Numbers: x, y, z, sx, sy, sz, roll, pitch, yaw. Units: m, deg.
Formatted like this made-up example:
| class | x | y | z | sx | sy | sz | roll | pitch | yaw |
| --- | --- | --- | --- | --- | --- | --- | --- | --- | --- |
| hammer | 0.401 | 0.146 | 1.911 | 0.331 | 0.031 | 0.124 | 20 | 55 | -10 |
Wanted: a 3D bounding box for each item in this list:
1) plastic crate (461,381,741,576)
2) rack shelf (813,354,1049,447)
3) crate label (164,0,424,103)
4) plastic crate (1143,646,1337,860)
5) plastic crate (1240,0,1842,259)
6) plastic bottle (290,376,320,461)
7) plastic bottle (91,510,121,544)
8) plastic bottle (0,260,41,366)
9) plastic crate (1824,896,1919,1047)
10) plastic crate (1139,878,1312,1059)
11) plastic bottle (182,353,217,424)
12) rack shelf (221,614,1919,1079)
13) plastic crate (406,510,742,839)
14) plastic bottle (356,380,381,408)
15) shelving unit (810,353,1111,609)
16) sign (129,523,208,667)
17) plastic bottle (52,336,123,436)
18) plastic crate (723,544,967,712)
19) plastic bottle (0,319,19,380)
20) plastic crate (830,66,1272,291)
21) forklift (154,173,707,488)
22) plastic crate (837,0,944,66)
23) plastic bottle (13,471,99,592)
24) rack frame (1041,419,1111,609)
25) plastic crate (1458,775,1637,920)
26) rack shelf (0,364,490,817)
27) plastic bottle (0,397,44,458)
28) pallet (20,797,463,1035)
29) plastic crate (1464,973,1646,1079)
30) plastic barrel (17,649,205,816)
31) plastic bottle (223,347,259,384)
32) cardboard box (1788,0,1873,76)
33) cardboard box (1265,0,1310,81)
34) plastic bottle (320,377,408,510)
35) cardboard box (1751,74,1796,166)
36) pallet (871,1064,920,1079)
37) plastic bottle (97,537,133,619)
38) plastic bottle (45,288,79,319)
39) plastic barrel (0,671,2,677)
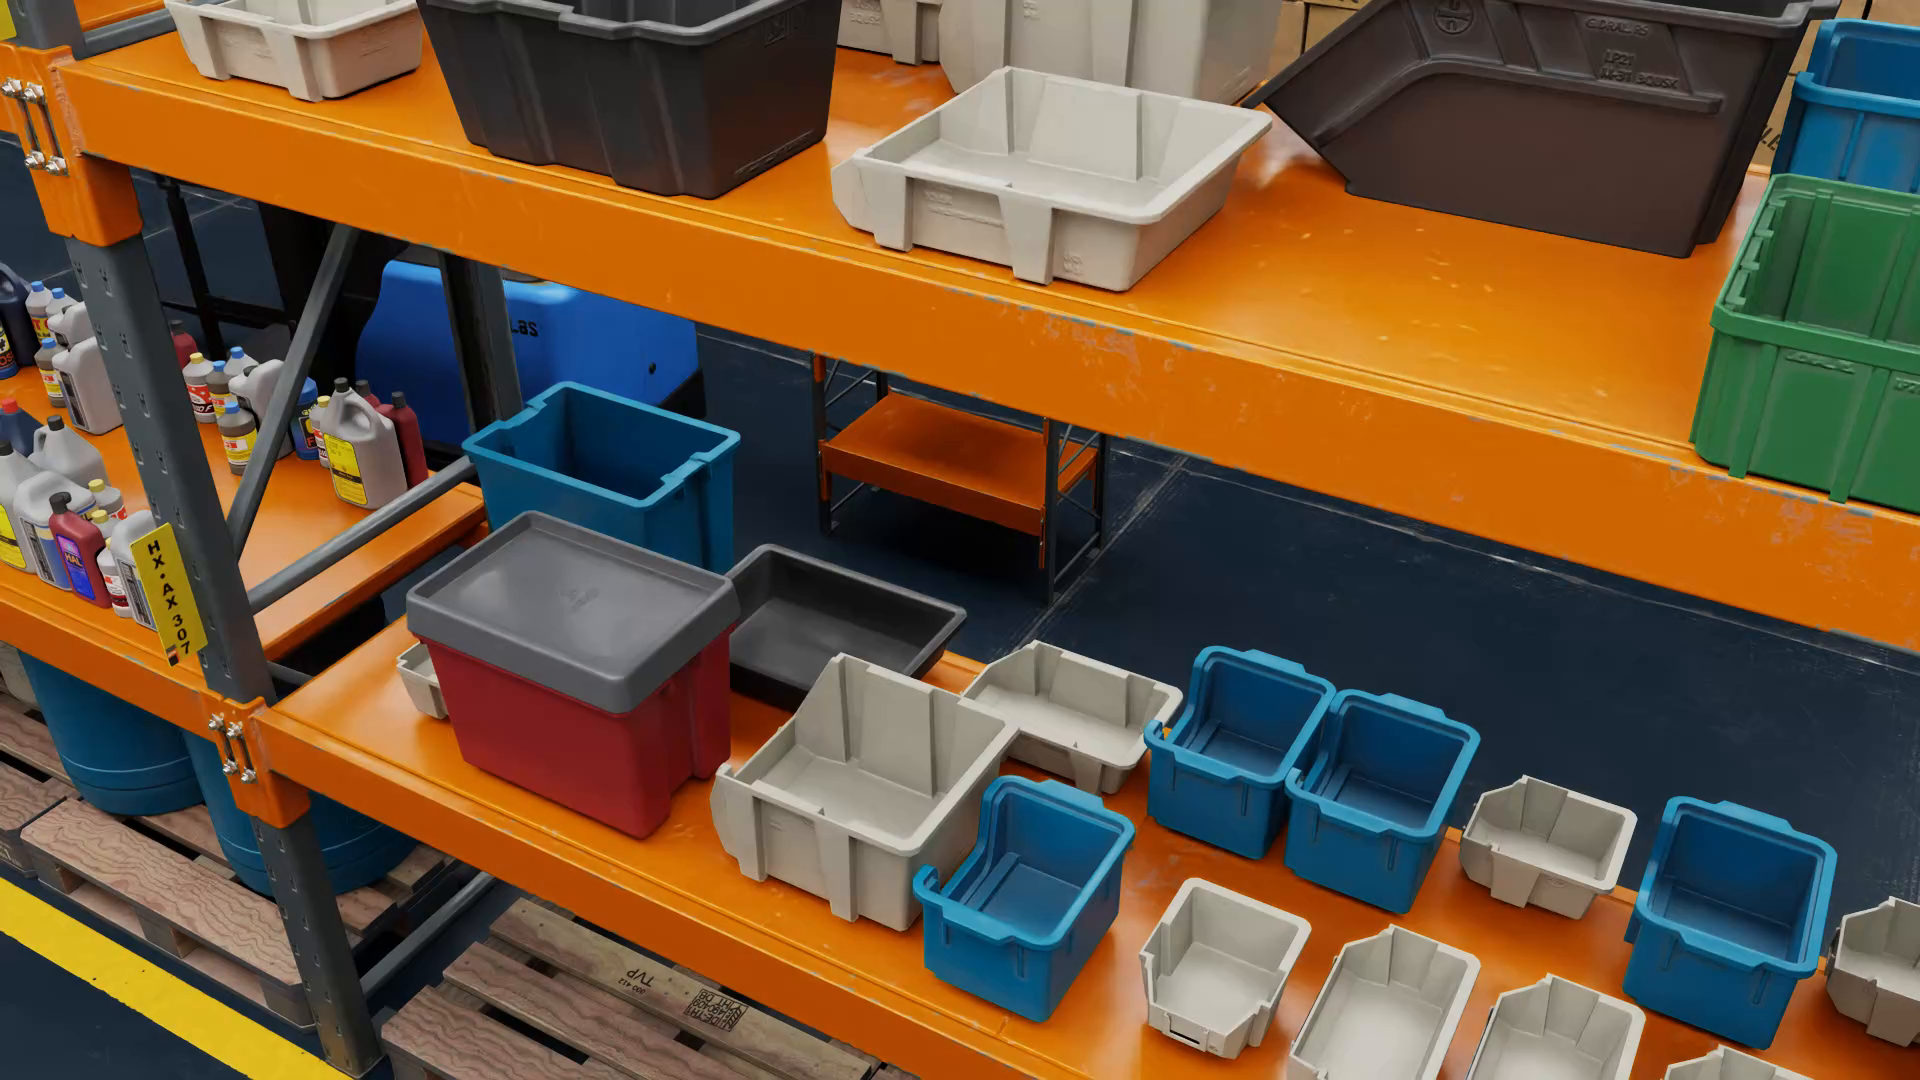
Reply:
| class | x | y | z | sx | sy | sz | roll | pitch | yaw |
| --- | --- | --- | --- | --- | --- | --- | --- | --- | --- |
| plastic crate | -0.867 | -0.081 | 4.126 | 0.575 | 0.384 | 0.392 | 18 | 37 | 24 |
| rack shelf | 0.006 | -0.710 | 6.273 | 1.000 | 0.278 | 0.538 | 18 | 37 | 24 |
| crate label | -1.160 | -0.893 | 2.916 | 0.466 | 0.136 | 0.293 | 18 | 37 | 24 |
| plastic crate | 0.577 | 0.446 | 3.470 | 0.300 | 0.233 | 0.416 | 18 | 37 | 24 |
| plastic crate | 0.841 | -0.702 | 2.448 | 0.767 | 0.338 | 0.504 | 18 | 37 | 24 |
| plastic bottle | -1.858 | -0.366 | 4.710 | 0.097 | 0.271 | 0.097 | 0 | 34 | 0 |
| plastic bottle | -2.144 | 0.018 | 4.196 | 0.097 | 0.201 | 0.097 | 0 | 34 | 0 |
| plastic bottle | -2.965 | -0.735 | 5.192 | 0.185 | 0.351 | 0.144 | 18 | 37 | 24 |
| plastic crate | 1.743 | 0.803 | 3.021 | 0.298 | 0.136 | 0.250 | 18 | 37 | 24 |
| plastic crate | 0.469 | 0.796 | 3.032 | 0.250 | 0.136 | 0.298 | 18 | 37 | 24 |
| plastic bottle | -2.228 | -0.455 | 4.906 | 0.097 | 0.201 | 0.097 | 0 | 34 | 0 |
| rack shelf | 0.295 | 0.822 | 3.458 | 4.000 | 0.370 | 1.077 | 18 | 37 | 24 |
| plastic crate | -0.791 | 0.287 | 3.500 | 0.583 | 0.464 | 0.402 | 18 | 37 | 24 |
| plastic bottle | -1.664 | -0.322 | 4.632 | 0.133 | 0.283 | 0.061 | 18 | 37 | 24 |
| shelving unit | 0.006 | -0.466 | 6.435 | 1.048 | 1.125 | 0.538 | 18 | 37 | 24 |
| sign | -1.716 | 0.122 | 3.611 | 0.005 | 0.325 | 0.100 | 18 | 37 | 24 |
| plastic bottle | -2.534 | -0.468 | 4.858 | 0.135 | 0.276 | 0.152 | 18 | 37 | 24 |
| plastic crate | -0.336 | 0.241 | 3.876 | 0.590 | 0.125 | 0.437 | 18 | 37 | 24 |
| plastic bottle | -2.987 | -0.632 | 5.109 | 0.097 | 0.271 | 0.097 | 0 | 34 | 0 |
| plastic crate | 0.114 | -0.515 | 2.349 | 0.530 | 0.136 | 0.437 | 18 | 37 | 24 |
| forklift | -2.709 | -1.790 | 6.793 | 3.031 | 2.935 | 1.130 | 12 | 36 | 17 |
| plastic crate | -0.148 | -0.999 | 3.076 | 0.466 | 0.136 | 0.293 | 18 | 37 | 24 |
| plastic bottle | -2.261 | -0.029 | 4.199 | 0.135 | 0.276 | 0.152 | 18 | 37 | 24 |
| rack frame | 0.447 | -0.327 | 6.226 | 0.032 | 1.125 | 0.500 | 18 | 37 | 24 |
| plastic crate | 1.154 | 0.617 | 3.302 | 0.298 | 0.136 | 0.250 | 18 | 37 | 24 |
| rack shelf | -3.178 | -0.278 | 5.110 | 4.000 | 0.370 | 1.077 | 18 | 37 | 24 |
| plastic bottle | -2.491 | -0.222 | 4.422 | 0.185 | 0.351 | 0.144 | 18 | 37 | 24 |
| pallet | -2.091 | 0.901 | 5.206 | 1.213 | 0.211 | 1.003 | 18 | 37 | 24 |
| plastic crate | 0.989 | 0.934 | 2.825 | 0.243 | 0.136 | 0.396 | 18 | 37 | 24 |
| plastic barrel | -2.520 | 0.319 | 5.079 | 0.708 | 0.901 | 0.600 | 18 | 37 | 24 |
| plastic bottle | -2.059 | -0.430 | 4.806 | 0.097 | 0.271 | 0.097 | 0 | 34 | 0 |
| cardboard box | 3.078 | -2.037 | 6.110 | 0.500 | 0.500 | 0.500 | 19 | 38 | 26 |
| cardboard box | 1.327 | -2.180 | 7.228 | 0.500 | 0.500 | 0.500 | 19 | 38 | 26 |
| plastic bottle | -1.621 | -0.271 | 4.495 | 0.185 | 0.351 | 0.144 | 18 | 37 | 24 |
| cardboard box | 3.086 | -1.625 | 6.393 | 0.500 | 0.500 | 0.500 | 18 | 38 | 25 |
| pallet | 0.280 | 1.652 | 4.079 | 1.213 | 0.211 | 1.003 | 18 | 37 | 24 |
| plastic bottle | -2.058 | 0.084 | 4.097 | 0.097 | 0.201 | 0.097 | 0 | 34 | 0 |
| plastic bottle | -2.747 | -0.648 | 5.133 | 0.097 | 0.271 | 0.097 | 0 | 34 | 0 |
| plastic barrel | -3.501 | 0.138 | 5.633 | 0.708 | 0.588 | 0.600 | 18 | 37 | 24 |
